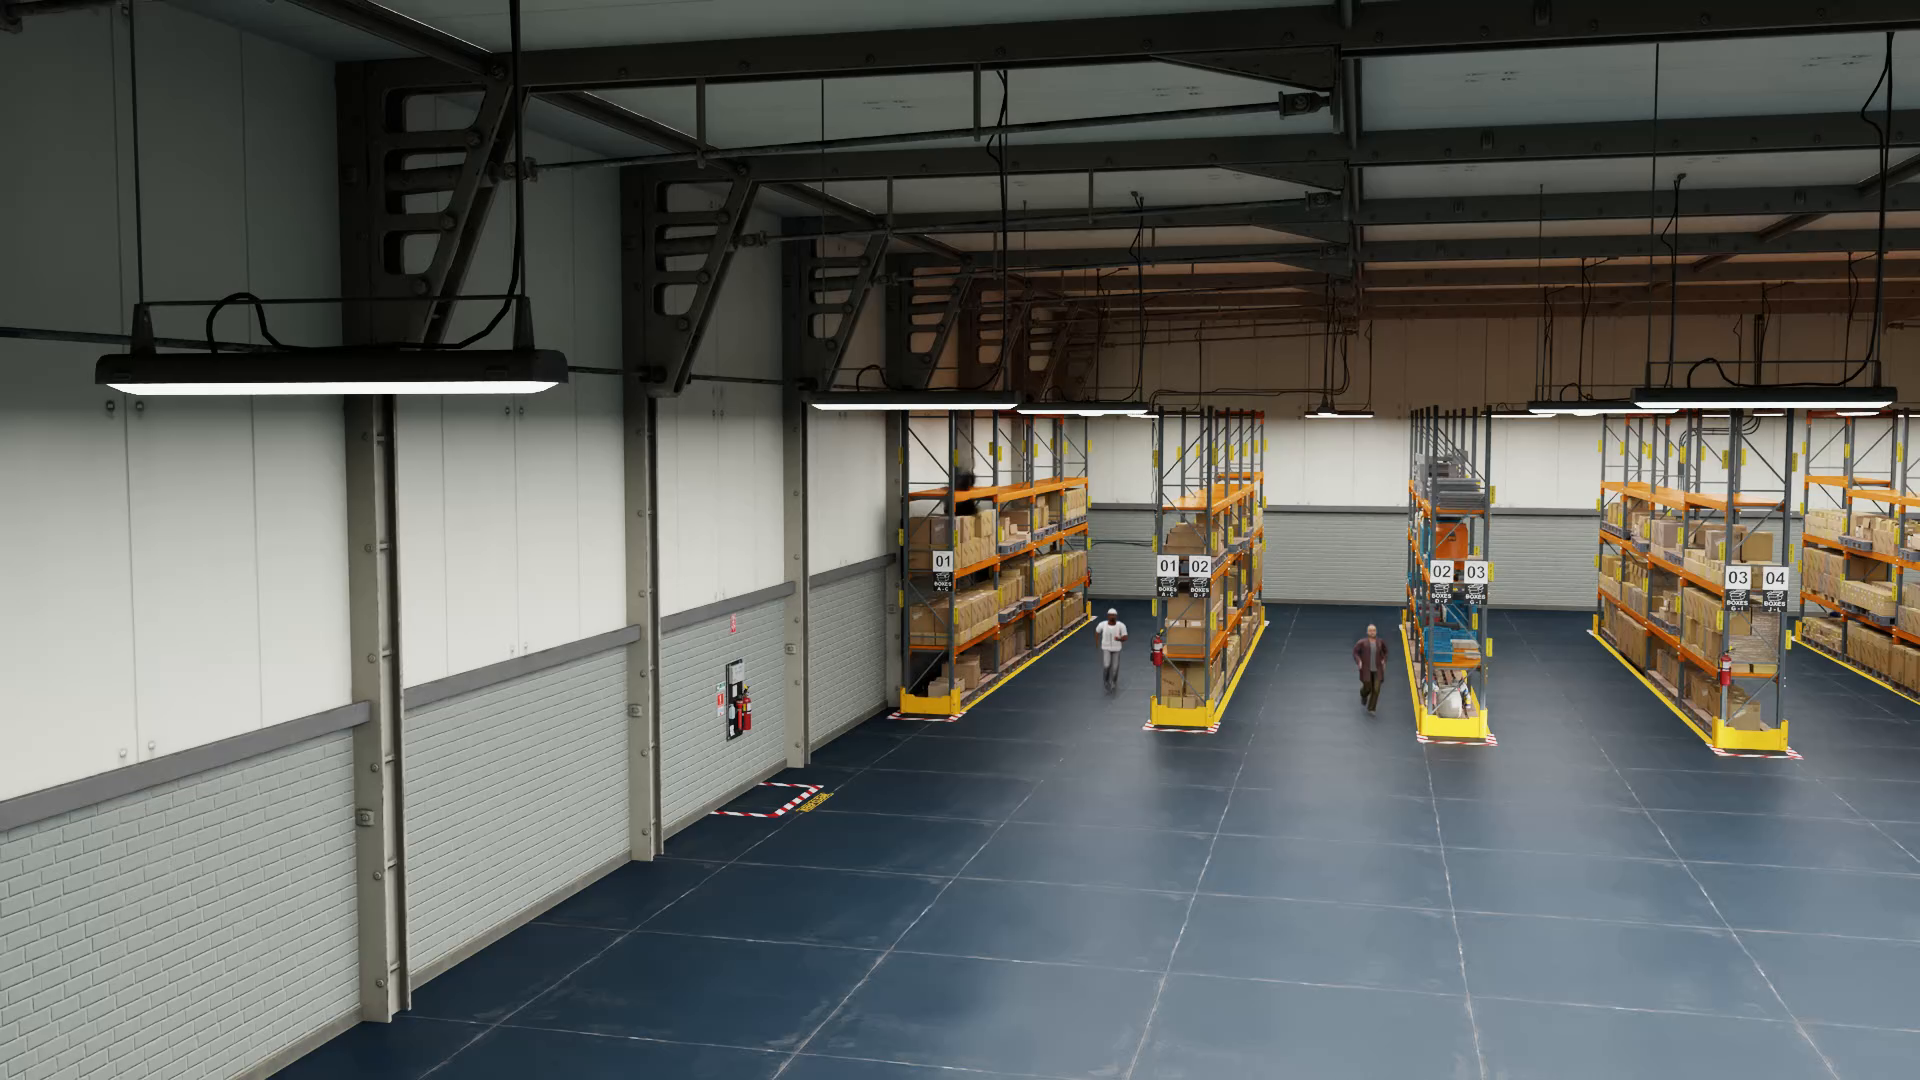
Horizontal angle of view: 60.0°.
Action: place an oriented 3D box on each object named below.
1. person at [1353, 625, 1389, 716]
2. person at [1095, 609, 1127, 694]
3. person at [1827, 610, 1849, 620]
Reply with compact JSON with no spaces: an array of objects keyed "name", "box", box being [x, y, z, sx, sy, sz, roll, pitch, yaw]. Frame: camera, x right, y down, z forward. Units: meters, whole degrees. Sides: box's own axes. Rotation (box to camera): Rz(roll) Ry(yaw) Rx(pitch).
[{"name":"person","box":[8.034,2.531,32.483,0.710,1.743,0.756,0,4,2]},{"name":"person","box":[3.178,2.339,34.968,0.671,1.798,0.728,0,4,3]},{"name":"person","box":[23.402,1.752,44.320,0.724,1.605,0.917,4,6,44]}]
